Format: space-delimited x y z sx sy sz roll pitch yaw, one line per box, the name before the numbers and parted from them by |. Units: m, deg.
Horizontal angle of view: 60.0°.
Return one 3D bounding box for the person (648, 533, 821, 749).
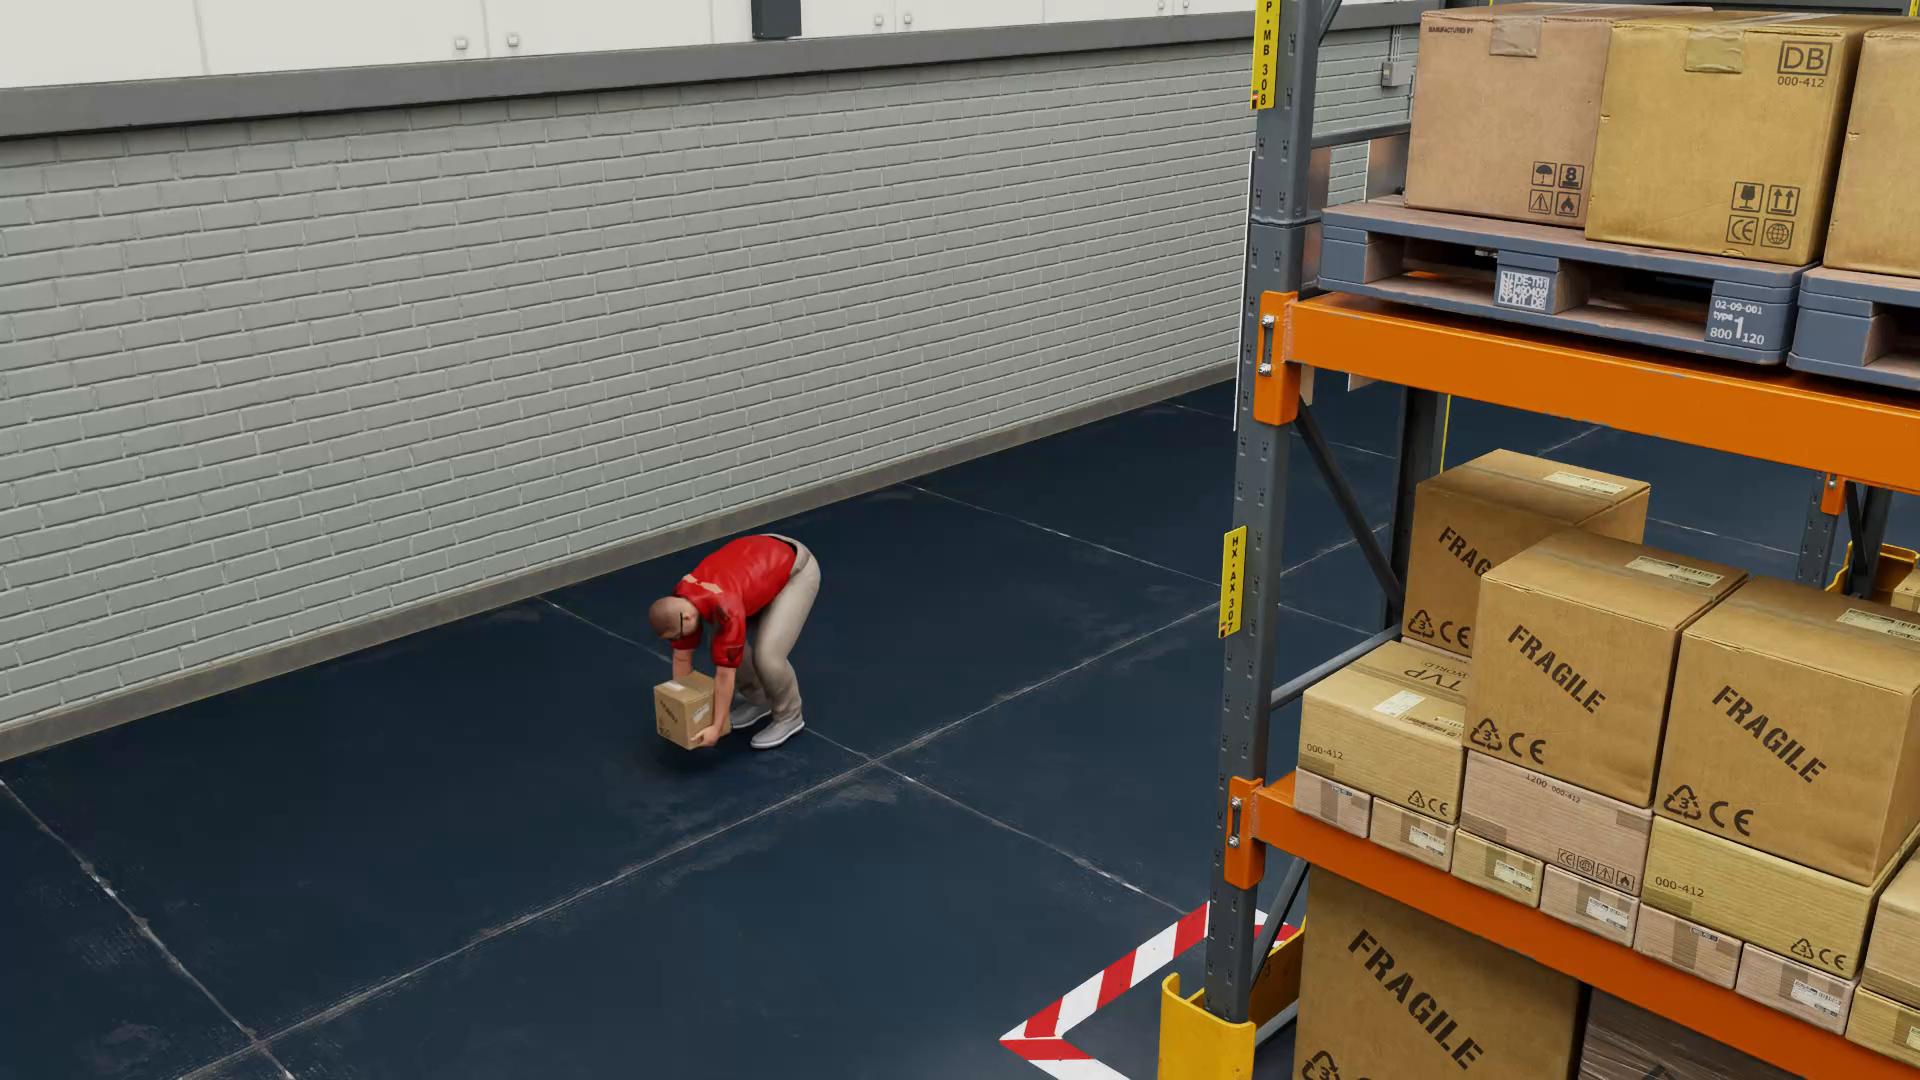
person | -1.088 0.520 7.993 0.509 1.002 0.960 17 26 38
